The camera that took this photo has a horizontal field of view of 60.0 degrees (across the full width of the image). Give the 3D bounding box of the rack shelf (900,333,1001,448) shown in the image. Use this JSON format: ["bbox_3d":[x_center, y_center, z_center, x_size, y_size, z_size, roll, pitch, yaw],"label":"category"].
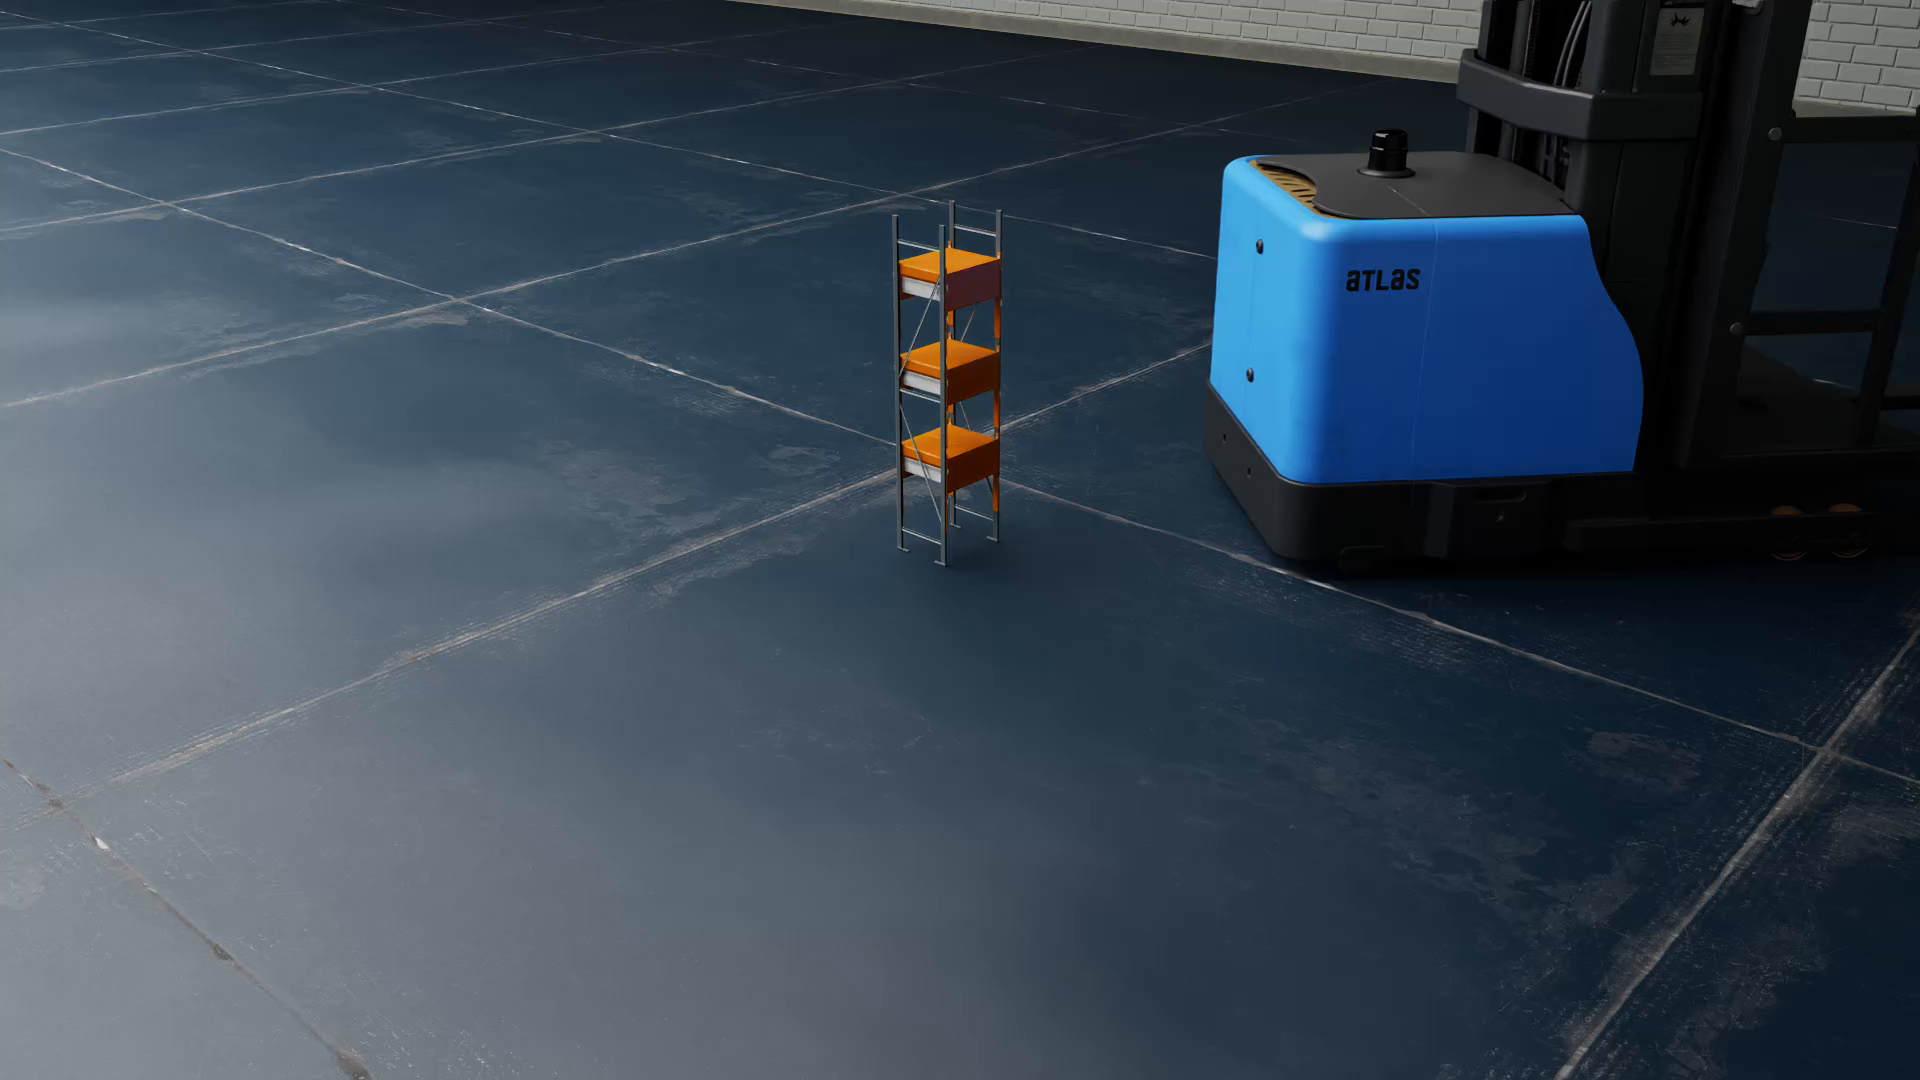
[{"bbox_3d":[-0.036,-0.453,5.003,0.215,0.259,0.240,20,31,38],"label":"rack shelf"}]

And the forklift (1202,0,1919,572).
[{"bbox_3d":[2.395,-1.486,4.981,3.031,2.935,1.130,-3,24,-6],"label":"forklift"}]

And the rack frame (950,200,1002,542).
[{"bbox_3d":[0.046,-0.500,5.082,0.200,1.050,0.008,20,31,38],"label":"rack frame"}]

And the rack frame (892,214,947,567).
[{"bbox_3d":[-0.117,-0.426,4.916,0.200,1.050,0.008,20,31,38],"label":"rack frame"}]

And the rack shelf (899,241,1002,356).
[{"bbox_3d":[-0.036,-0.712,4.887,0.215,0.259,0.240,20,31,38],"label":"rack shelf"}]

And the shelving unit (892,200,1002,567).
[{"bbox_3d":[-0.036,-0.463,4.999,0.215,1.050,0.252,20,31,38],"label":"shelving unit"}]

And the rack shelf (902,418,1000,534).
[{"bbox_3d":[-0.036,-0.199,5.117,0.215,0.259,0.240,20,31,38],"label":"rack shelf"}]
